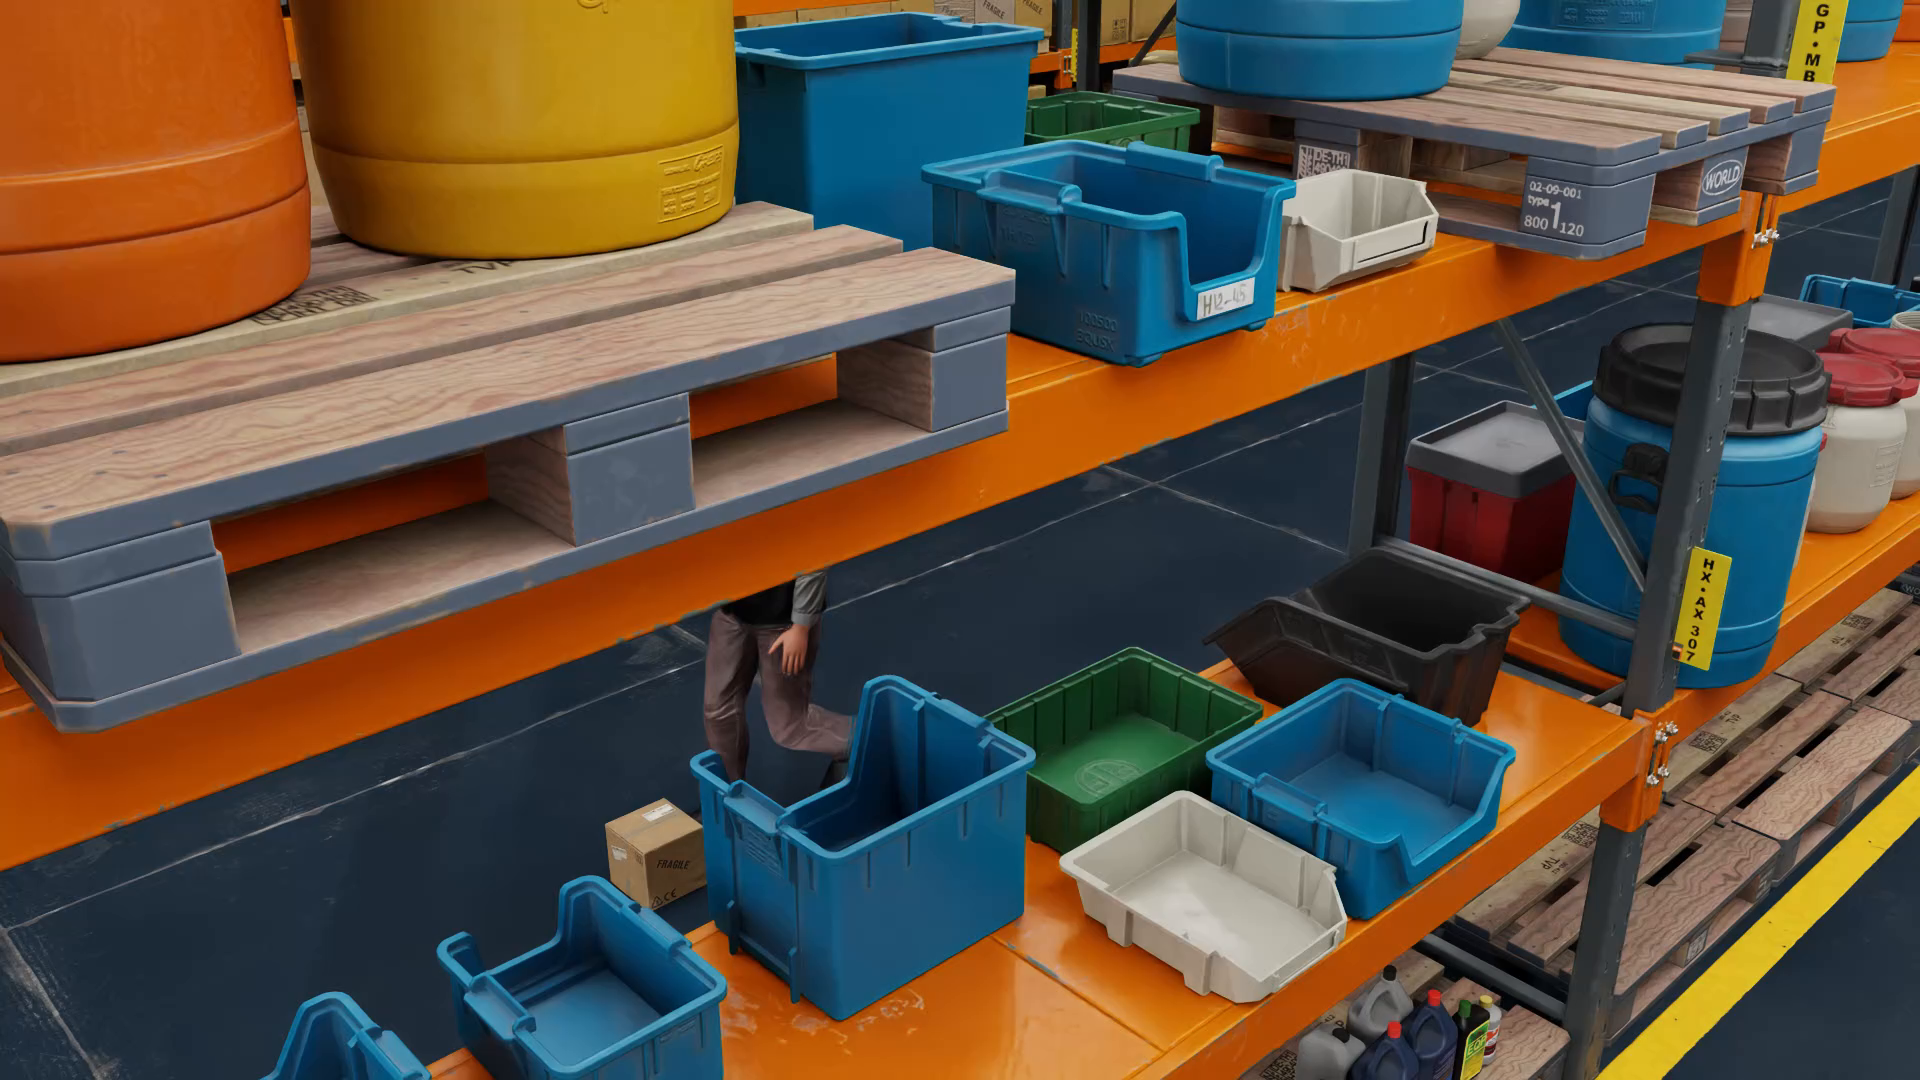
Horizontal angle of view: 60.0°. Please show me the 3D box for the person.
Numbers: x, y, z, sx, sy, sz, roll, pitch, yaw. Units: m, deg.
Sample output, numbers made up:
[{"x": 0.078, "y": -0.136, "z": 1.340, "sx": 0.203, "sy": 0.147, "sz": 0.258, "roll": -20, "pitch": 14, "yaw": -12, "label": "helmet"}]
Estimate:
[{"x": -0.711, "y": 0.273, "z": 6.022, "sx": 0.545, "sy": 1.693, "sz": 0.824, "roll": 21, "pitch": 32, "yaw": 39, "label": "person"}]
